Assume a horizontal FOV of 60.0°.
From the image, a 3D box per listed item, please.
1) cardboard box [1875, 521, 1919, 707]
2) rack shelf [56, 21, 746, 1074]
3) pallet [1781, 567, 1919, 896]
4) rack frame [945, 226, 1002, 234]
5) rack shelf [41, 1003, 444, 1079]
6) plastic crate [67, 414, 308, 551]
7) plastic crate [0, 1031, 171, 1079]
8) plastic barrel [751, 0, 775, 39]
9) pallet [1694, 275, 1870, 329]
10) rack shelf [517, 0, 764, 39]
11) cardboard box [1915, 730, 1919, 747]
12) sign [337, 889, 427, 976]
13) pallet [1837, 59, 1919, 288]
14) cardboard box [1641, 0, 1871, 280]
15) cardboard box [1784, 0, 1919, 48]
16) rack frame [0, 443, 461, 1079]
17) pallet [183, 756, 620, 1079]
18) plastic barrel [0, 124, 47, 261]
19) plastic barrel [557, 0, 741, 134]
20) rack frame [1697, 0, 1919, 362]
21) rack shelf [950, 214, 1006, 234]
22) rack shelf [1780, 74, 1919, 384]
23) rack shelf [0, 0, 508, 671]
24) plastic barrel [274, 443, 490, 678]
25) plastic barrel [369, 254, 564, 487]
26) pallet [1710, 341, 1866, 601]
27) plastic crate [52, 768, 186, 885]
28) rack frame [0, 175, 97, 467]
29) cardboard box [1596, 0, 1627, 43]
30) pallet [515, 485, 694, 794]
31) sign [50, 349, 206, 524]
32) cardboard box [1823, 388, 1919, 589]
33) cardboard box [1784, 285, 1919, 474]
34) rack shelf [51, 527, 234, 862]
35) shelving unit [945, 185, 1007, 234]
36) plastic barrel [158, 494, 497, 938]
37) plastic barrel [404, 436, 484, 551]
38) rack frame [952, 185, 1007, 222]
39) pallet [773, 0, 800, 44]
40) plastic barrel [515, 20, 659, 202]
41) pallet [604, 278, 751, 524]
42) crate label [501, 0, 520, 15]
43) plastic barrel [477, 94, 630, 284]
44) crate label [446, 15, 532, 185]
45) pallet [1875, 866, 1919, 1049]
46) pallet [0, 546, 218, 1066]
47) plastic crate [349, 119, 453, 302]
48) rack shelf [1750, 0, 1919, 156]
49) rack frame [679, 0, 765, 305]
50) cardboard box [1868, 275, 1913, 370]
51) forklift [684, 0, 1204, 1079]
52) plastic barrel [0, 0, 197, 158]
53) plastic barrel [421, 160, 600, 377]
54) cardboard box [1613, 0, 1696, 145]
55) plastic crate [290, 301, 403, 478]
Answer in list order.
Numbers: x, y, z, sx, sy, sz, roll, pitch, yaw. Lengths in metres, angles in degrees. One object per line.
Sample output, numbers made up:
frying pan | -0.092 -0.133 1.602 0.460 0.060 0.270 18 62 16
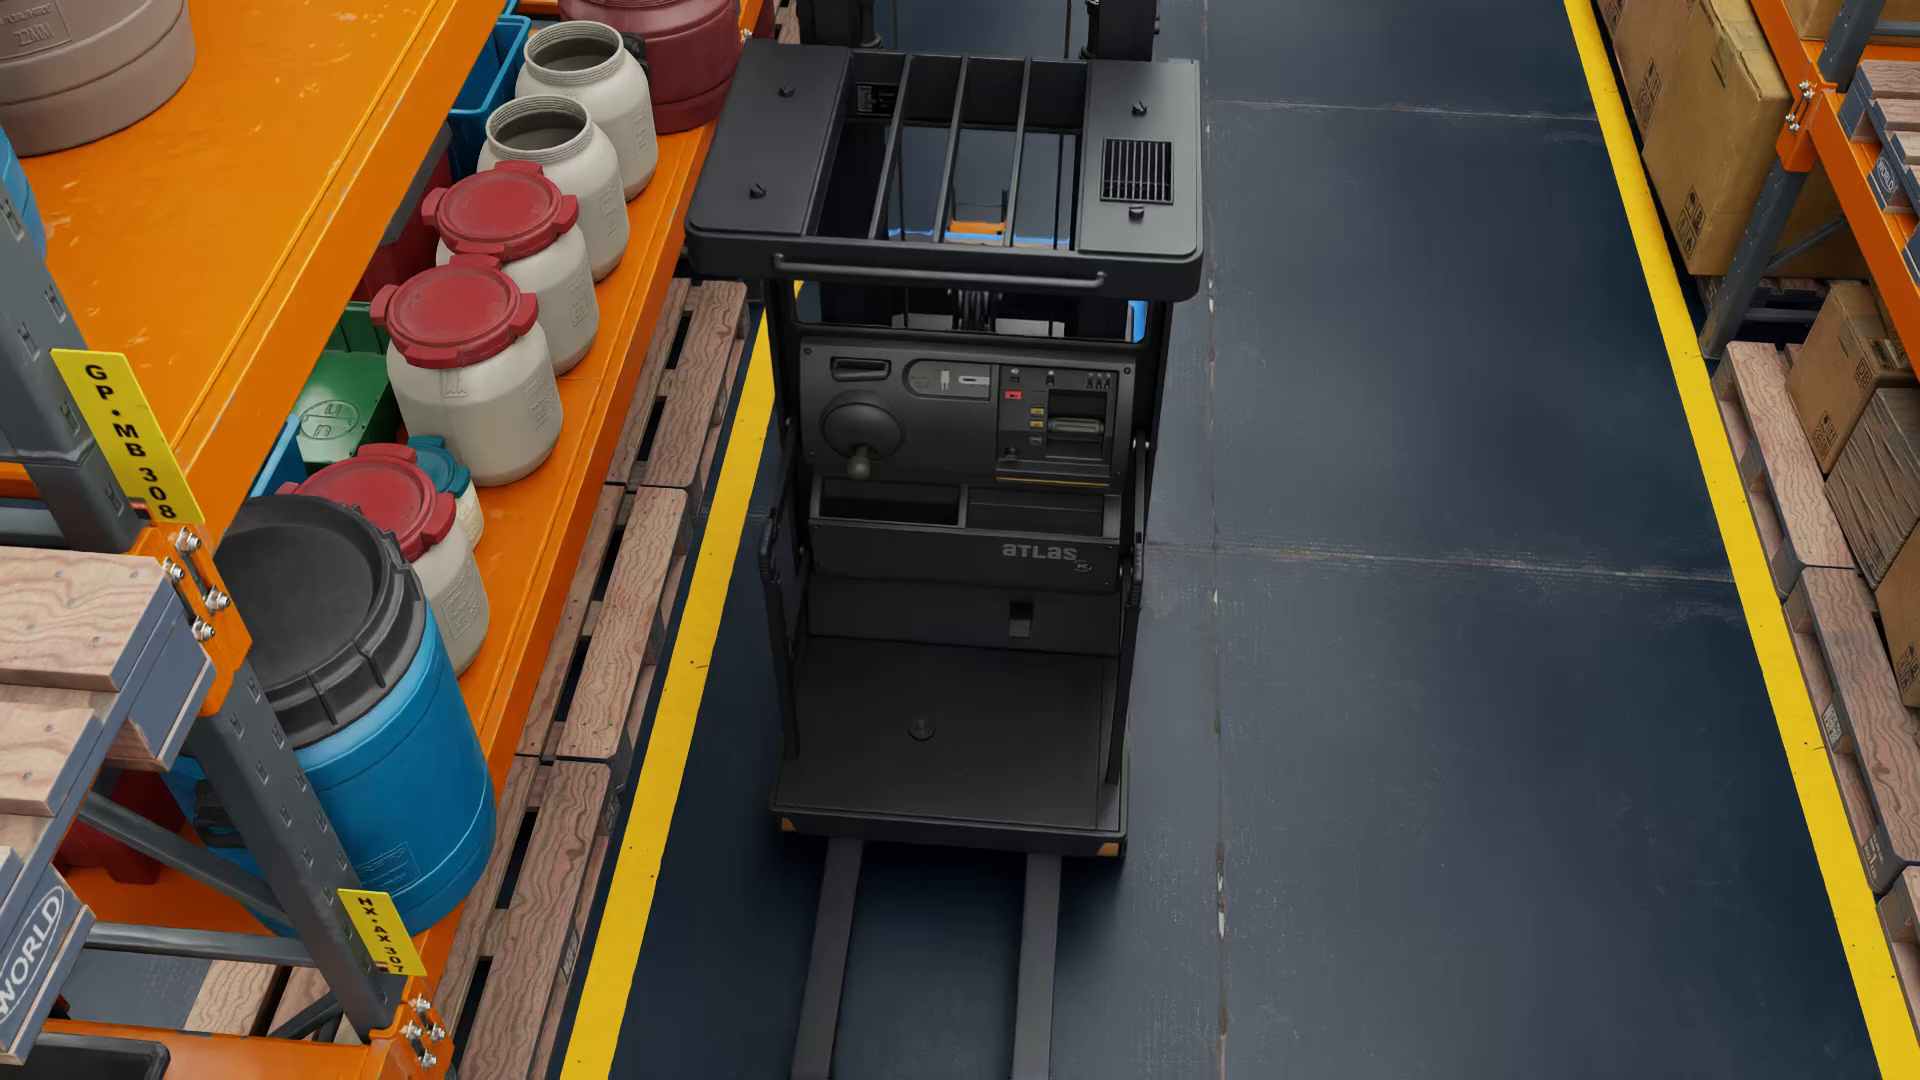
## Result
cardboard box | 3.478 0.241 5.393 0.700 0.500 0.500 7 48 7
rack shelf | -1.512 -0.394 5.065 1.077 0.370 4.000 4 48 4
pallet | 3.416 0.636 5.525 1.003 0.211 1.213 4 48 4
rack frame | 0.048 -0.738 6.213 0.200 1.050 0.008 4 48 4
rack shelf | -1.877 2.545 2.377 1.077 0.370 4.000 4 48 4
plastic crate | -1.904 0.007 4.222 0.392 0.384 0.575 4 48 4
plastic crate | -1.869 1.230 3.134 0.767 0.338 0.504 4 48 4
plastic barrel | -1.200 -2.625 7.967 0.600 0.588 0.708 4 48 4
pallet | 3.749 -1.406 7.393 1.003 0.211 1.213 4 48 4
rack shelf | -1.148 -3.333 7.753 1.077 0.370 4.000 4 48 4
cardboard box | 3.428 0.651 5.018 0.700 0.500 0.500 0 48 0
sign | -1.148 0.785 3.312 0.100 0.325 0.005 4 48 4
pallet | 3.643 -1.178 5.424 1.213 0.211 1.003 4 48 4
cardboard box | 3.686 -1.704 6.931 1.225 0.875 0.875 2 48 2
cardboard box | 3.400 -2.186 6.149 0.500 0.500 0.500 5 48 5
rack frame | -1.695 0.833 3.455 1.000 3.000 0.127 4 48 4
pallet | -1.662 1.194 5.015 1.003 0.211 1.213 4 48 4
plastic barrel | -1.865 -0.737 2.519 0.600 0.901 0.708 4 48 4
plastic barrel | -1.071 -1.791 5.763 0.600 0.536 0.708 4 48 4
rack frame | 3.602 -1.773 5.839 1.000 3.000 0.127 4 48 4
rack shelf | 0.059 -1.012 6.094 0.215 0.259 0.240 4 48 4
rack shelf | 3.420 -0.061 4.760 1.077 0.370 4.000 4 48 4
rack shelf | -1.512 -1.406 3.958 1.077 0.370 4.000 4 48 4
plastic barrel | -1.389 0.099 4.035 0.433 0.535 0.433 0 48 0
plastic barrel | -1.322 -0.440 4.528 0.433 0.535 0.433 0 48 0
pallet | 3.529 -0.258 6.343 1.003 0.211 1.213 4 48 4
plastic crate | -1.955 0.435 3.776 0.402 0.464 0.583 4 48 4
rack frame | -1.695 -1.192 1.242 1.000 3.000 0.127 4 48 4
cardboard box | 3.848 -3.009 8.125 1.225 0.875 0.875 2 48 2
pallet | -1.553 0.295 5.837 1.003 0.211 1.213 4 48 4
sign | -1.148 -0.137 2.304 0.100 0.325 0.005 4 48 4
cardboard box | 3.523 -0.176 5.774 0.700 0.500 0.500 0 48 0
cardboard box | 3.561 -0.584 6.148 0.700 0.500 0.500 2 48 1
rack shelf | -1.877 1.533 1.270 1.077 0.370 4.000 4 48 4
shelving unit | 0.059 -0.827 6.295 0.215 1.050 0.252 4 48 4
plastic barrel | -1.358 0.400 3.511 0.600 0.901 0.708 4 48 4
plastic barrel | -1.421 -0.083 4.387 0.301 0.262 0.301 0 48 0
rack frame | 0.070 -0.917 6.377 0.200 1.050 0.008 4 48 4
pallet | -1.186 -2.641 8.523 1.003 0.211 1.213 4 48 4
plastic barrel | -1.211 -1.374 5.398 0.421 0.512 0.421 0 48 0
pallet | -1.439 -0.599 6.654 1.003 0.211 1.213 4 48 4
crate label | -1.742 -1.766 5.945 0.303 0.233 0.416 4 48 4
plastic barrel | -1.250 -1.064 5.115 0.421 0.512 0.421 0 48 0
crate label | -1.690 -1.406 5.480 0.502 0.435 0.616 4 48 4
pallet | 3.307 1.535 4.703 1.003 0.211 1.213 4 48 4
pallet | -1.663 0.421 1.927 1.213 0.211 1.003 4 48 4
plastic crate | -1.782 -0.961 5.053 0.402 0.464 0.583 4 48 4
rack shelf | 3.784 -3.000 7.449 1.077 0.370 4.000 4 48 4
rack frame | -1.330 -2.106 6.144 1.000 3.000 0.127 4 48 4
cardboard box | 3.571 -0.837 5.870 0.500 0.250 0.500 6 48 5
forklift | -0.001 -0.247 4.490 1.130 2.935 3.031 4 48 4
plastic barrel | -1.805 -1.217 2.958 0.600 0.901 0.600 0 48 0
plastic barrel | -1.283 -0.758 4.819 0.433 0.535 0.433 0 48 0
cardboard box | 3.775 -2.358 7.529 1.225 0.875 0.875 4 48 4
plastic crate | -1.817 -0.394 4.721 0.450 0.188 0.662 4 48 4
